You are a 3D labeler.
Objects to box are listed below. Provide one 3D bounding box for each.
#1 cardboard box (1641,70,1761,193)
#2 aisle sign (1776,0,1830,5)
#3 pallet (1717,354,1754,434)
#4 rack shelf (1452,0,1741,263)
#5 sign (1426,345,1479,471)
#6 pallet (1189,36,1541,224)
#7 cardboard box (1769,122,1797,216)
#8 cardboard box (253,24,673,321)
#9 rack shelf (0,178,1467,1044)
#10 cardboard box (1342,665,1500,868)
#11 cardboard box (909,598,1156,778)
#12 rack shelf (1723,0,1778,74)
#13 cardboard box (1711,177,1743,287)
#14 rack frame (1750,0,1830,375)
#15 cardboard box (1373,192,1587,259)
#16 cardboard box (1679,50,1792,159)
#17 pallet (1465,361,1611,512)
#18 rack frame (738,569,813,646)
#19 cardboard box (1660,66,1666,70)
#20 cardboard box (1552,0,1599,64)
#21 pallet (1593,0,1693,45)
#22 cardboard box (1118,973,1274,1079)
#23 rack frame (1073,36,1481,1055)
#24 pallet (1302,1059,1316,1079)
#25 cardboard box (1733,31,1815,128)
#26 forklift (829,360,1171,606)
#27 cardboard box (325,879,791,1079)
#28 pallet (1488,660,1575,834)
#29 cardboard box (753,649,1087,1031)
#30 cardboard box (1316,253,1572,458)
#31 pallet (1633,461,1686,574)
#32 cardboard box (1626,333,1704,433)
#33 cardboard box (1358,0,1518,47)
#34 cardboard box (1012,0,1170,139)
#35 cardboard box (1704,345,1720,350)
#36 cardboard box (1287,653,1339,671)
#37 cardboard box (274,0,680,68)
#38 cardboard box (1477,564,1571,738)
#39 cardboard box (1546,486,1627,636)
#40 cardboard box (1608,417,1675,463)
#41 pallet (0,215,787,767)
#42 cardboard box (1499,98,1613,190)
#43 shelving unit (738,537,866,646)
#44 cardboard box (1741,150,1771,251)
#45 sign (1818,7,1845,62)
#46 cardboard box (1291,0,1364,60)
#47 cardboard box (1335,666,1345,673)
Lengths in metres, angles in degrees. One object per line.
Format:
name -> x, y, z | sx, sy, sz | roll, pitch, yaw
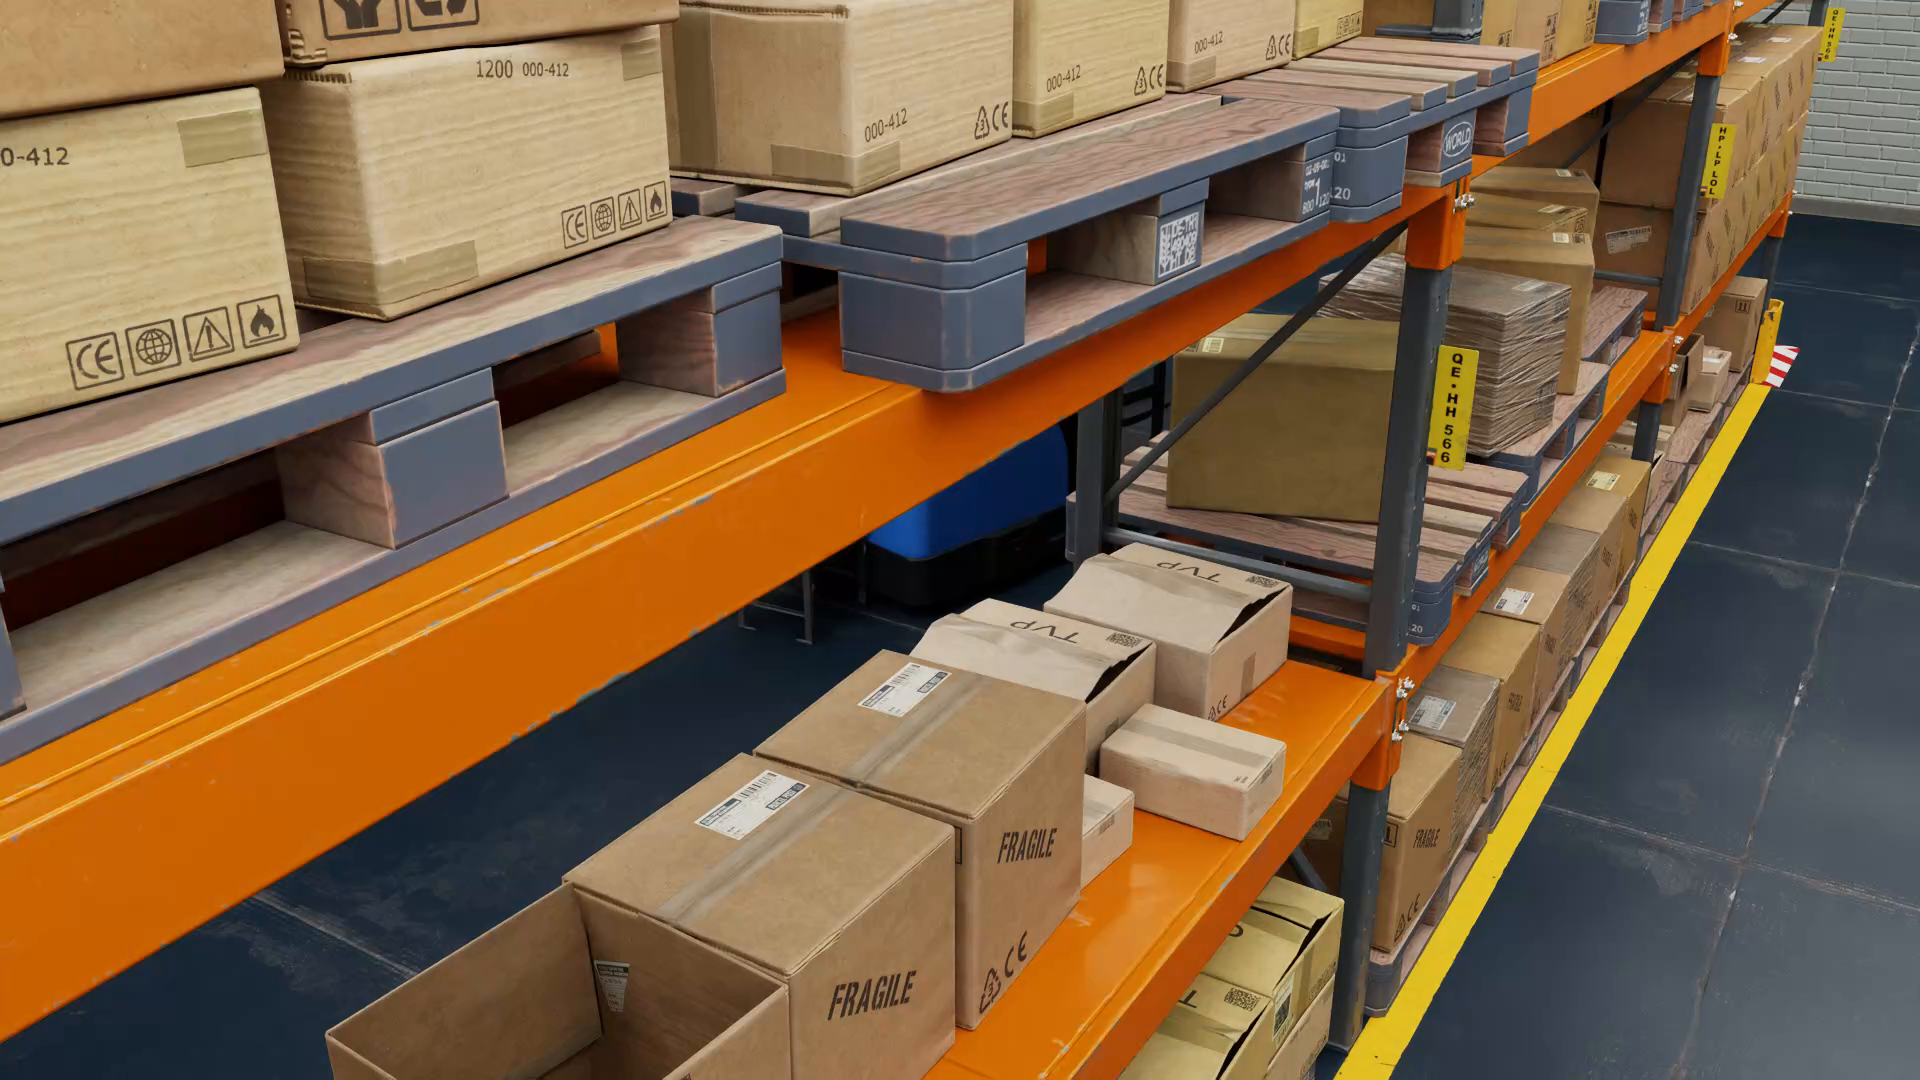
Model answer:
cardboard box -> 3.668, -2.052, 8.330 | 0.500, 0.500, 0.500 | 13, 27, 27
aisle sign -> 5.315, -3.775, 10.422 | 0.394, 0.787, 0.004 | 14, 27, 29
pallet -> 4.559, -1.048, 10.906 | 1.003, 0.211, 1.213 | 14, 27, 29
rack shelf -> 1.854, -1.644, 5.903 | 1.077, 0.370, 4.000 | 14, 27, 29
sign -> 1.272, -0.339, 4.300 | 0.100, 0.325, 0.005 | 14, 27, 29
pallet -> 0.517, -0.965, 3.666 | 1.213, 0.211, 1.003 | 15, 28, 31
cardboard box -> 4.743, -2.285, 10.127 | 0.500, 0.500, 0.500 | 14, 27, 29
cardboard box -> -0.691, -0.465, 1.934 | 0.500, 0.250, 0.500 | 11, 26, 24
rack shelf -> -0.256, -0.294, 2.784 | 1.077, 0.370, 4.000 | 14, 27, 29
cardboard box -> 1.553, 0.751, 5.833 | 0.500, 0.500, 0.500 | 13, 27, 27
cardboard box -> 0.162, 0.379, 4.211 | 0.500, 0.311, 0.500 | 14, 27, 28
rack shelf -> 3.964, -2.994, 9.021 | 1.077, 0.370, 4.000 | 14, 27, 29
cardboard box -> 3.676, -1.607, 8.561 | 0.500, 0.500, 0.500 | 14, 27, 30
rack frame -> 5.018, -2.623, 11.034 | 1.000, 3.000, 0.127 | 14, 27, 29
cardboard box -> 2.160, -1.153, 6.984 | 0.700, 0.500, 0.500 | 19, 30, 37
cardboard box -> 4.211, -2.400, 9.134 | 0.500, 0.500, 0.500 | 15, 27, 31
pallet -> 1.820, -0.492, 6.353 | 1.003, 0.211, 1.213 | 14, 27, 29
rack frame -> -0.854, -0.516, 7.296 | 0.400, 2.100, 0.015 | 12, 26, 24
cardboard box -> 3.489, -2.346, 9.010 | 0.500, 0.500, 0.500 | 14, 27, 29
cardboard box -> 1.543, -1.847, 5.340 | 0.910, 0.500, 0.500 | 14, 27, 29
pallet -> 1.960, -2.007, 6.072 | 1.213, 0.211, 1.003 | 14, 27, 29
cardboard box -> 0.463, 1.294, 4.212 | 0.500, 0.311, 0.500 | 13, 27, 28
rack frame -> 0.799, 0.077, 4.796 | 1.000, 3.000, 0.127 | 14, 27, 29
pallet -> 0.331, 1.626, 4.727 | 1.003, 0.211, 1.213 | 14, 27, 29
cardboard box -> 4.752, -2.749, 9.941 | 0.500, 0.500, 0.500 | 15, 27, 30
forklift -> 0.507, -1.520, 8.573 | 3.031, 2.935, 1.130 | -22, 31, -40
cardboard box -> -0.615, 0.948, 2.660 | 0.500, 0.500, 0.500 | 16, 28, 33
pallet -> 1.869, 0.703, 6.862 | 1.003, 0.211, 1.213 | 14, 27, 29
cardboard box -> -0.073, 0.601, 3.460 | 0.500, 0.500, 0.500 | 12, 26, 26
cardboard box -> 1.680, -0.666, 5.859 | 0.700, 0.500, 0.500 | 20, 31, 39
pallet -> 3.272, -0.225, 9.004 | 1.003, 0.211, 1.213 | 14, 27, 29
cardboard box -> 3.895, -0.965, 9.791 | 0.797, 0.503, 0.637 | 14, 27, 29
cardboard box -> 1.000, -1.500, 4.537 | 0.910, 0.500, 0.500 | 14, 27, 29
cardboard box -> 0.035, -0.887, 2.908 | 0.500, 0.250, 0.500 | 13, 27, 28
cardboard box -> 4.651, -1.172, 10.694 | 0.380, 0.166, 0.250 | 14, 27, 29
cardboard box -> 1.119, 0.293, 5.945 | 0.500, 0.250, 0.500 | 15, 28, 31
cardboard box -> -0.672, -0.814, 1.796 | 0.500, 0.500, 0.500 | 17, 29, 34
cardboard box -> 2.093, 0.405, 6.631 | 0.500, 0.500, 0.500 | 13, 27, 27
cardboard box -> 2.624, 0.064, 7.419 | 0.500, 0.500, 0.500 | 14, 27, 29
cardboard box -> 3.762, -0.565, 9.292 | 0.380, 0.166, 0.250 | 14, 27, 29
pallet -> -0.857, -0.162, 1.814 | 0.805, 0.209, 1.217 | 13, 26, 27
cardboard box -> 2.955, -2.003, 8.216 | 0.500, 0.500, 0.500 | 14, 27, 29
shelving unit -> -0.743, -0.603, 7.496 | 0.431, 2.100, 0.503 | 12, 26, 24
cardboard box -> 4.209, -1.948, 9.347 | 0.500, 0.500, 0.500 | 13, 27, 28
sign -> 5.479, -3.176, 10.456 | 0.100, 0.325, 0.005 | 14, 27, 29
cardboard box -> 0.607, -1.258, 3.766 | 0.500, 0.250, 0.500 | 12, 26, 25
cardboard box -> 1.092, 0.657, 6.048 | 0.500, 0.500, 0.500 | 15, 28, 31
